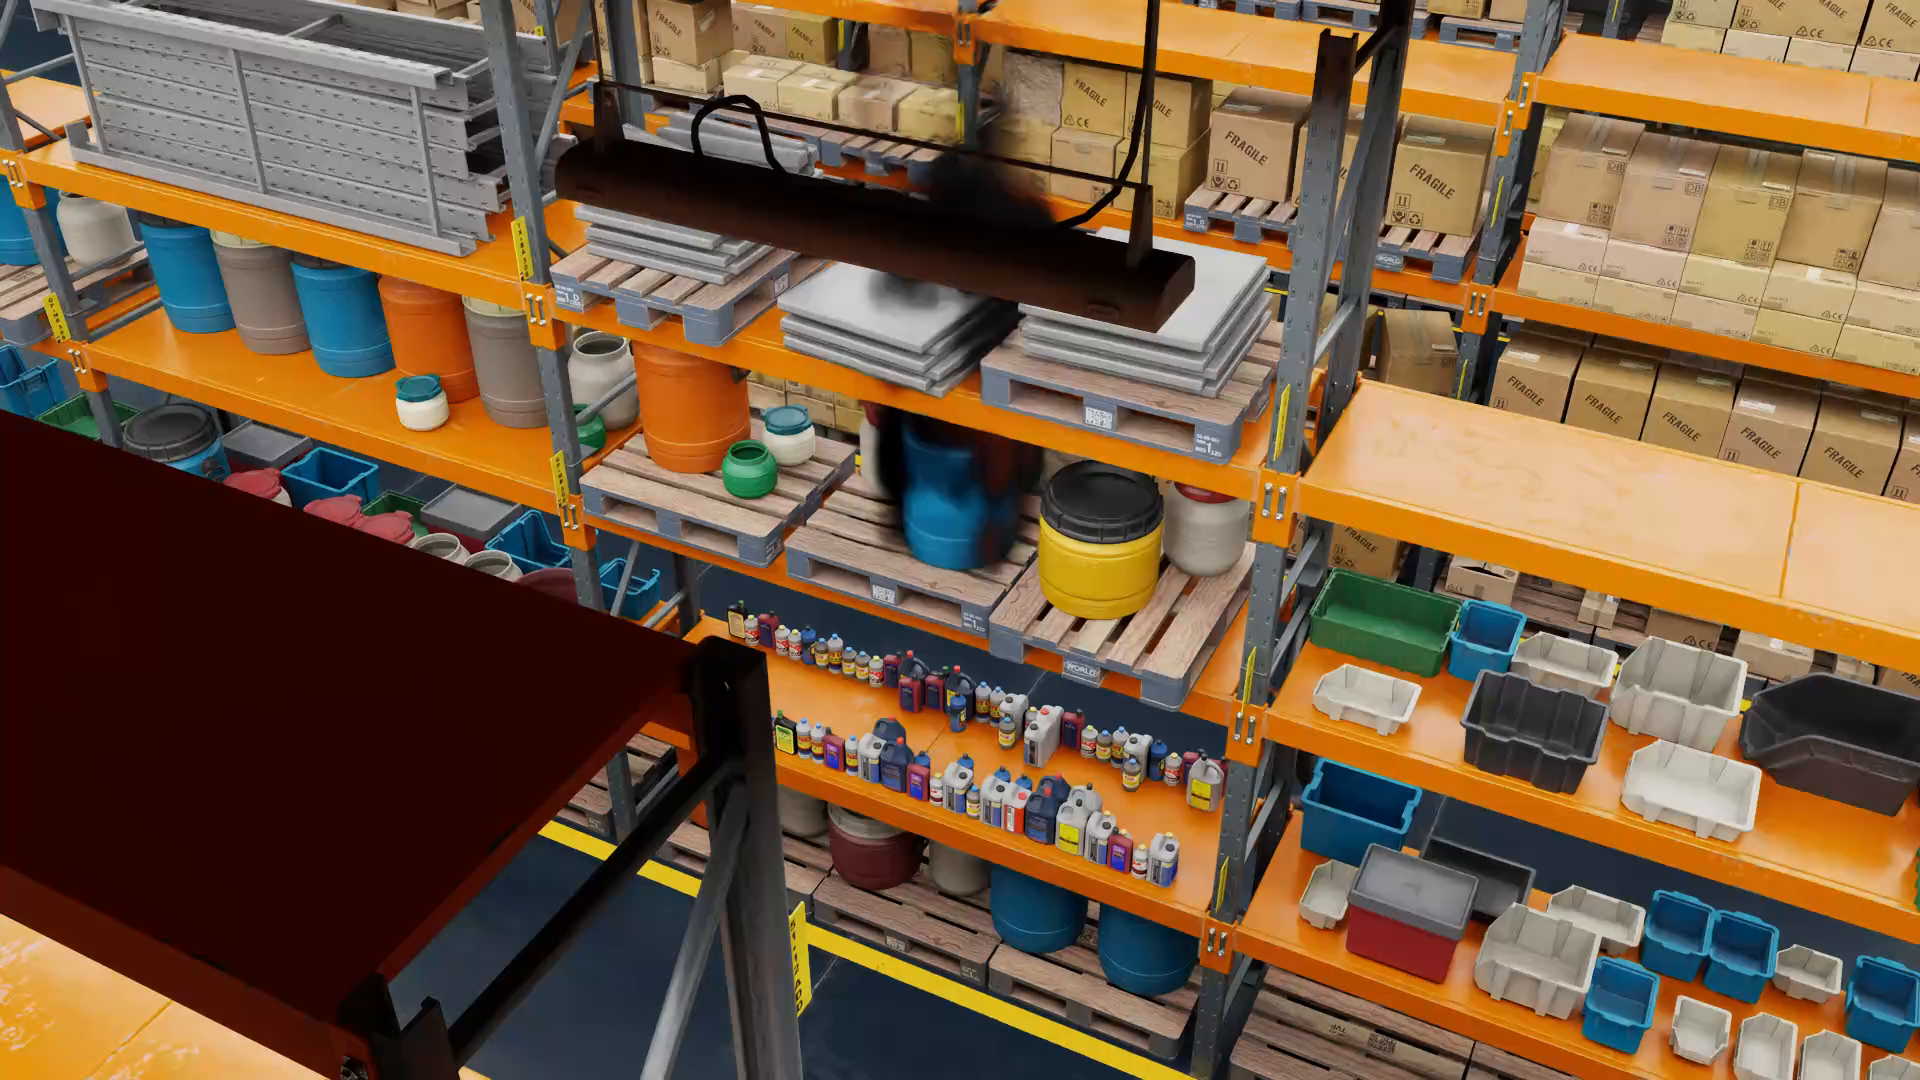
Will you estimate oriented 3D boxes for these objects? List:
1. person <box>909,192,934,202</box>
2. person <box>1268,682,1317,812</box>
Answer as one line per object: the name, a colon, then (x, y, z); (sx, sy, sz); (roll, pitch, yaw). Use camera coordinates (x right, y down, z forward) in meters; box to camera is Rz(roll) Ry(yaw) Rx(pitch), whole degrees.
person: (-0.415, -2.584, 16.114); (0.664, 1.648, 0.551); (16, 38, 21)
person: (2.123, 1.058, 10.453); (0.573, 1.632, 0.561); (18, 39, 23)
